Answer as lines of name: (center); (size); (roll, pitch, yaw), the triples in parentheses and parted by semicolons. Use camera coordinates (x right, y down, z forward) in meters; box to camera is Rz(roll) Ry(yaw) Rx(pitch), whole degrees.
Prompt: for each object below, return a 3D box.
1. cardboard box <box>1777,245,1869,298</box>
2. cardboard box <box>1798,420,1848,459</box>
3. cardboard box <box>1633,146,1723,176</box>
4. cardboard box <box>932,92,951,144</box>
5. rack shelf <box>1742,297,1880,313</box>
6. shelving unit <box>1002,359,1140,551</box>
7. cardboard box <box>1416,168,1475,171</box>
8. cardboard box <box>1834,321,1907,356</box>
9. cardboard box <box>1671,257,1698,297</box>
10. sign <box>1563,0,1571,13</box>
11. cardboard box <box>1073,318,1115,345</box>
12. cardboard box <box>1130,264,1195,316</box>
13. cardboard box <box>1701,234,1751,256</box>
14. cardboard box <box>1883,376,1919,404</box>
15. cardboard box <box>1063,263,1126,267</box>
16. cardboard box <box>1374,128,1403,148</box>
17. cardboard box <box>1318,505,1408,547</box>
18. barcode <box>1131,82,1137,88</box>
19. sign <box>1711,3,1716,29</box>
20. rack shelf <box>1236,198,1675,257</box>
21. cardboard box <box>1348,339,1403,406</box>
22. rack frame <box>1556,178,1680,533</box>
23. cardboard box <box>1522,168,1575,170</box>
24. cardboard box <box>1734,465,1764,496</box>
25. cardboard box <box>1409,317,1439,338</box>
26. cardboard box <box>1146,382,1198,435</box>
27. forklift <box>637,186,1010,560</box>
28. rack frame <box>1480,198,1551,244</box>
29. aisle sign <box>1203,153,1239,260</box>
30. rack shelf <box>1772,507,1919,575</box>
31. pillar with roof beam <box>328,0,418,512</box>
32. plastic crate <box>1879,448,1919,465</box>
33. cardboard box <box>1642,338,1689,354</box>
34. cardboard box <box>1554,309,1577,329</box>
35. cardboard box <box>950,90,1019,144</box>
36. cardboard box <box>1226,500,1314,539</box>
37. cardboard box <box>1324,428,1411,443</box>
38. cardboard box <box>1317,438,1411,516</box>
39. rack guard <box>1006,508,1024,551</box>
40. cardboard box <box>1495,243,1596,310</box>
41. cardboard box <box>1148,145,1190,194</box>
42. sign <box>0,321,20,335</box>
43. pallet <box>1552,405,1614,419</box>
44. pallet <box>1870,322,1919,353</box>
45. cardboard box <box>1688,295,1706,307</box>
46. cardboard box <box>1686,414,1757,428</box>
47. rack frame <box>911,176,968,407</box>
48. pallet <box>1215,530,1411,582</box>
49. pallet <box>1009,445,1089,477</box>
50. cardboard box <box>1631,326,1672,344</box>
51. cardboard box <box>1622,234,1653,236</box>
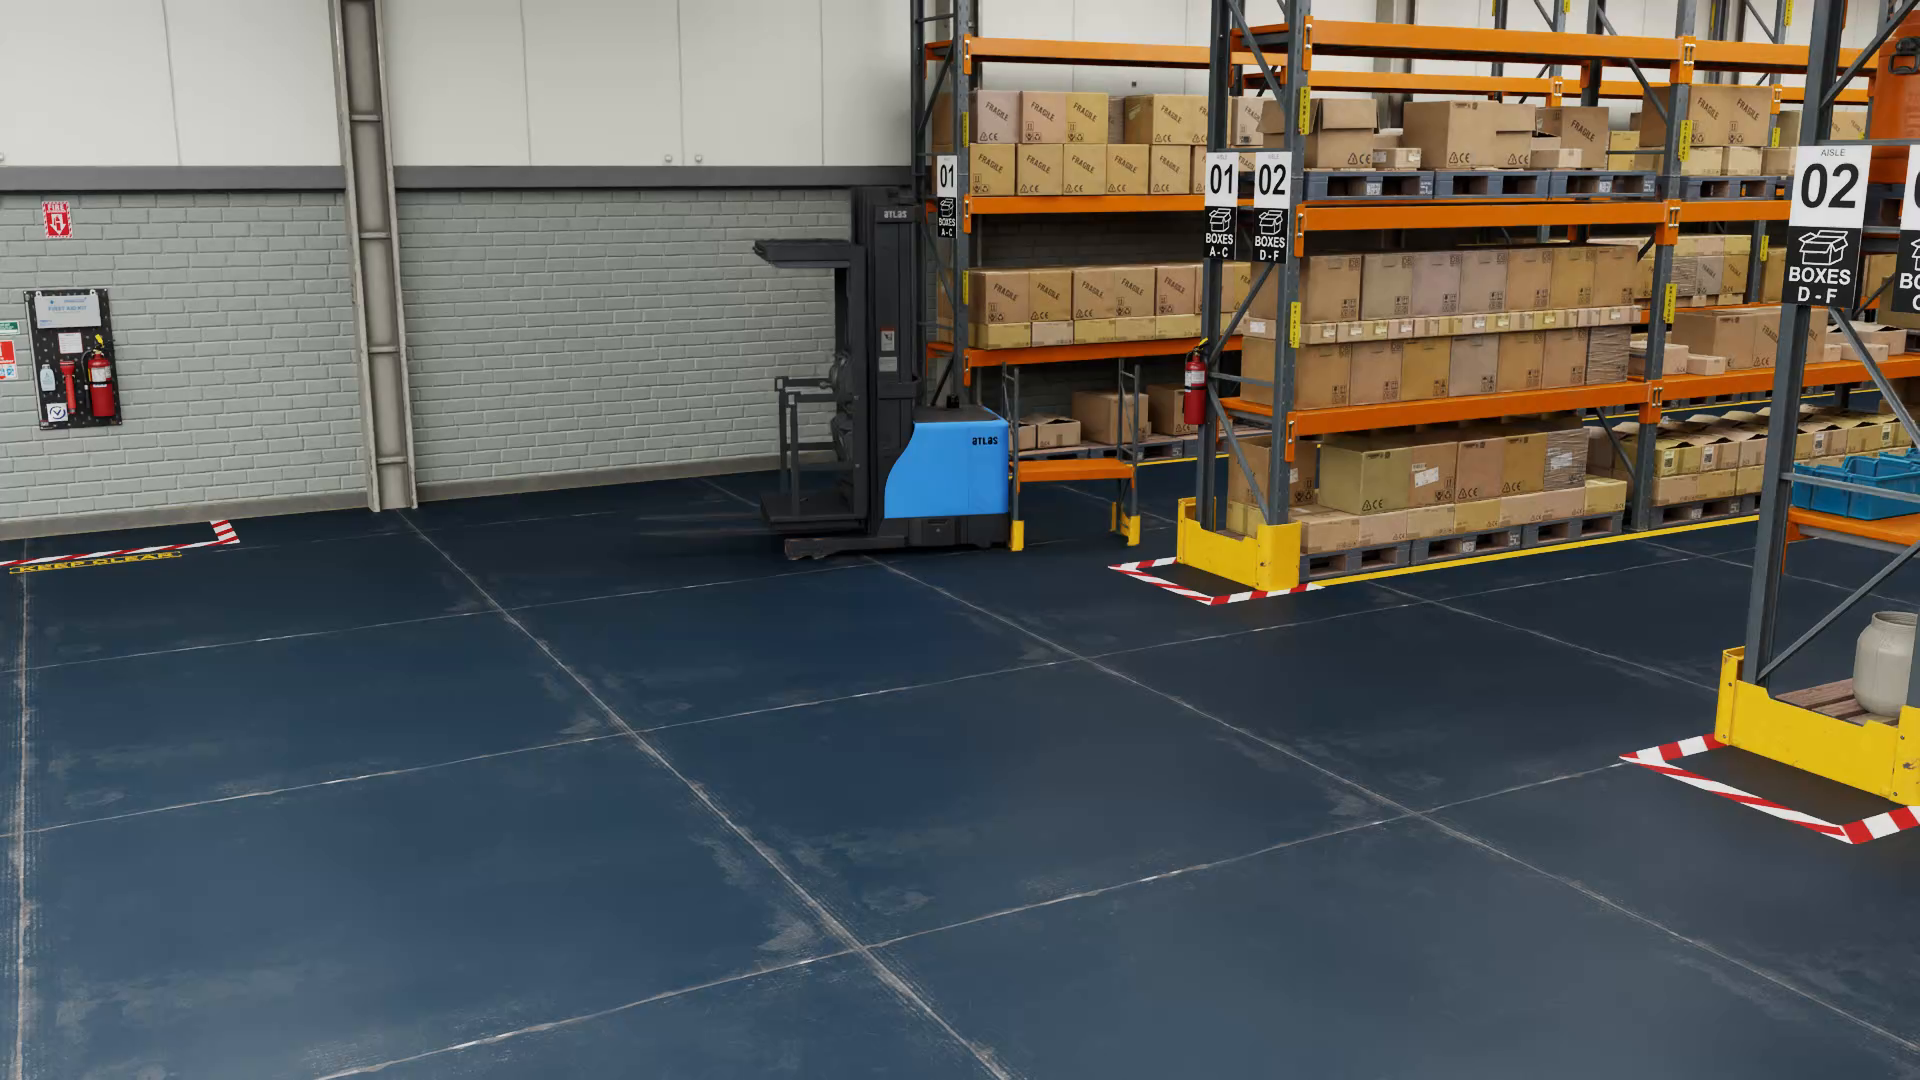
cardboard box: (12.086, -3.778, 23.380); (0.700, 0.700, 0.980); (-8, 15, -31)
cardboard box: (7.952, -0.974, 15.635); (0.500, 0.311, 0.500); (-7, 14, -28)
cardboard box: (6.225, -3.286, 14.430); (0.500, 0.250, 0.500); (-5, 14, -22)
cardboard box: (0.045, -4.266, 16.852); (0.500, 0.500, 0.500); (-6, 14, -25)
rack shelf: (12.080, -3.283, 23.503); (4.000, 0.370, 1.077); (-7, 14, -28)
shelving unit: (0.921, -0.728, 13.927); (1.083, 1.500, 0.587); (-2, 13, -11)
cardboard box: (5.632, -4.408, 19.749); (0.637, 0.503, 0.797); (-5, 14, -20)
cardboard box: (8.851, -1.975, 16.256); (0.500, 0.311, 0.500); (-6, 14, -24)
cardboard box: (9.152, -3.423, 21.537); (0.500, 0.500, 0.500); (-7, 14, -28)
sign: (7.083, -6.320, 19.389); (0.005, 0.325, 0.100); (-7, 14, -28)
cardboard box: (1.272, -2.197, 17.338); (0.500, 0.250, 0.500); (-7, 15, -29)
cardboard box: (2.154, -2.670, 17.731); (0.500, 0.500, 0.500); (-7, 15, -29)
cardboard box: (10.038, -3.894, 21.923); (0.500, 0.250, 0.500); (-6, 14, -26)
cardboard box: (9.947, -1.560, 17.191); (0.500, 0.250, 0.500); (-6, 14, -26)
cardboard box: (1.444, -2.713, 17.921); (0.500, 0.500, 0.500); (-7, 14, -27)
cardboard box: (3.541, -3.130, 13.282); (0.500, 0.311, 0.500); (-5, 14, -21)
cardboard box: (3.183, -0.137, 13.192); (0.500, 0.250, 0.500); (-7, 14, -28)
barcode: (1.877, -4.909, 17.930); (0.075, 0.075, 0.001); (-7, 14, -28)
sign: (10.081, -6.993, 22.197); (0.005, 0.325, 0.100); (-7, 14, -28)
rack shelf: (3.924, -2.529, 13.324); (4.000, 0.370, 1.077); (-7, 14, -28)
cardboard box: (3.043, -1.358, 13.085); (0.500, 0.500, 0.700); (-6, 14, -26)
rack frame: (5.680, -1.627, 14.509); (0.127, 3.000, 1.000); (-7, 14, -28)
cardboard box: (7.204, -4.790, 20.502); (0.500, 0.500, 0.700); (-8, 15, -32)
cardboard box: (7.055, -0.594, 15.223); (0.500, 0.250, 0.500); (-7, 15, -30)
cardboard box: (3.522, -1.681, 13.040); (0.250, 0.149, 0.380); (-7, 15, -30)
cardboard box: (2.411, -1.460, 18.456); (0.500, 0.500, 0.500); (-8, 15, -32)
forklift: (-1.154, -1.394, 13.629); (3.031, 2.935, 1.130); (-2, 13, -11)
rack frame: (6.814, -3.003, 20.619); (0.127, 3.000, 1.000); (-7, 14, -28)
aisle sign: (1.971, -2.525, 12.574); (0.004, 0.787, 0.394); (-7, 14, -28)
rack shelf: (6.295, -0.111, 9.410); (4.000, 0.370, 1.077); (-7, 14, -28)
pillar with roof beam: (-3.212, -3.867, 10.797); (0.400, 9.000, 9.100); (-7, 14, -28)
plastic crate: (5.408, -0.357, 9.201); (0.408, 0.251, 0.499); (-7, 14, -28)
cardboard box: (6.364, -1.690, 15.092); (0.258, 0.266, 0.396); (-7, 15, -29)
cardboard box: (4.867, -1.841, 13.754); (0.250, 0.149, 0.380); (-7, 14, -28)
cardboard box: (0.247, -4.164, 16.399); (0.500, 0.500, 0.500); (-8, 15, -32)
cardboard box: (2.498, -0.183, 13.398); (0.500, 0.250, 0.500); (-7, 14, -28)
cardboard box: (3.368, -0.658, 13.798); (0.500, 0.500, 0.500); (-7, 14, -28)
cardboard box: (3.184, -0.502, 13.108); (0.500, 0.500, 0.500); (-7, 14, -28)
rack guard: (0.432, -0.097, 13.969); (0.087, 0.250, 0.587); (-2, 13, -11)
cardboard box: (4.850, -2.208, 13.905); (0.500, 0.500, 0.700); (-7, 14, -28)
cardboard box: (2.060, -3.887, 17.442); (0.500, 0.500, 0.500); (-7, 15, -30)
sign: (-7.988, -1.754, 13.782); (0.331, 0.109, 0.001); (-7, 14, -28)
pallet: (7.542, -1.711, 21.229); (1.213, 0.211, 1.003); (-7, 14, -28)
pallet: (9.752, -2.039, 16.777); (1.003, 0.211, 1.213); (-7, 14, -28)
cardboard box: (9.501, -3.132, 21.719); (0.250, 0.149, 0.380); (-7, 14, -28)
cardboard box: (7.234, -1.022, 15.849); (0.500, 0.311, 0.500); (-7, 14, -29)
rack frame: (-0.208, -2.161, 16.879); (0.127, 3.000, 1.000); (-7, 14, -28)
pallet: (2.820, 0.065, 13.338); (1.213, 0.211, 1.003); (-7, 14, -28)
pallet: (0.589, -0.887, 17.570); (1.213, 0.211, 1.003); (-7, 14, -28)
cardboard box: (9.038, -2.392, 21.845); (0.750, 0.750, 0.750); (-6, 14, -26)
cardboard box: (8.903, -3.885, 21.880); (0.500, 0.250, 0.500); (-7, 15, -30)
